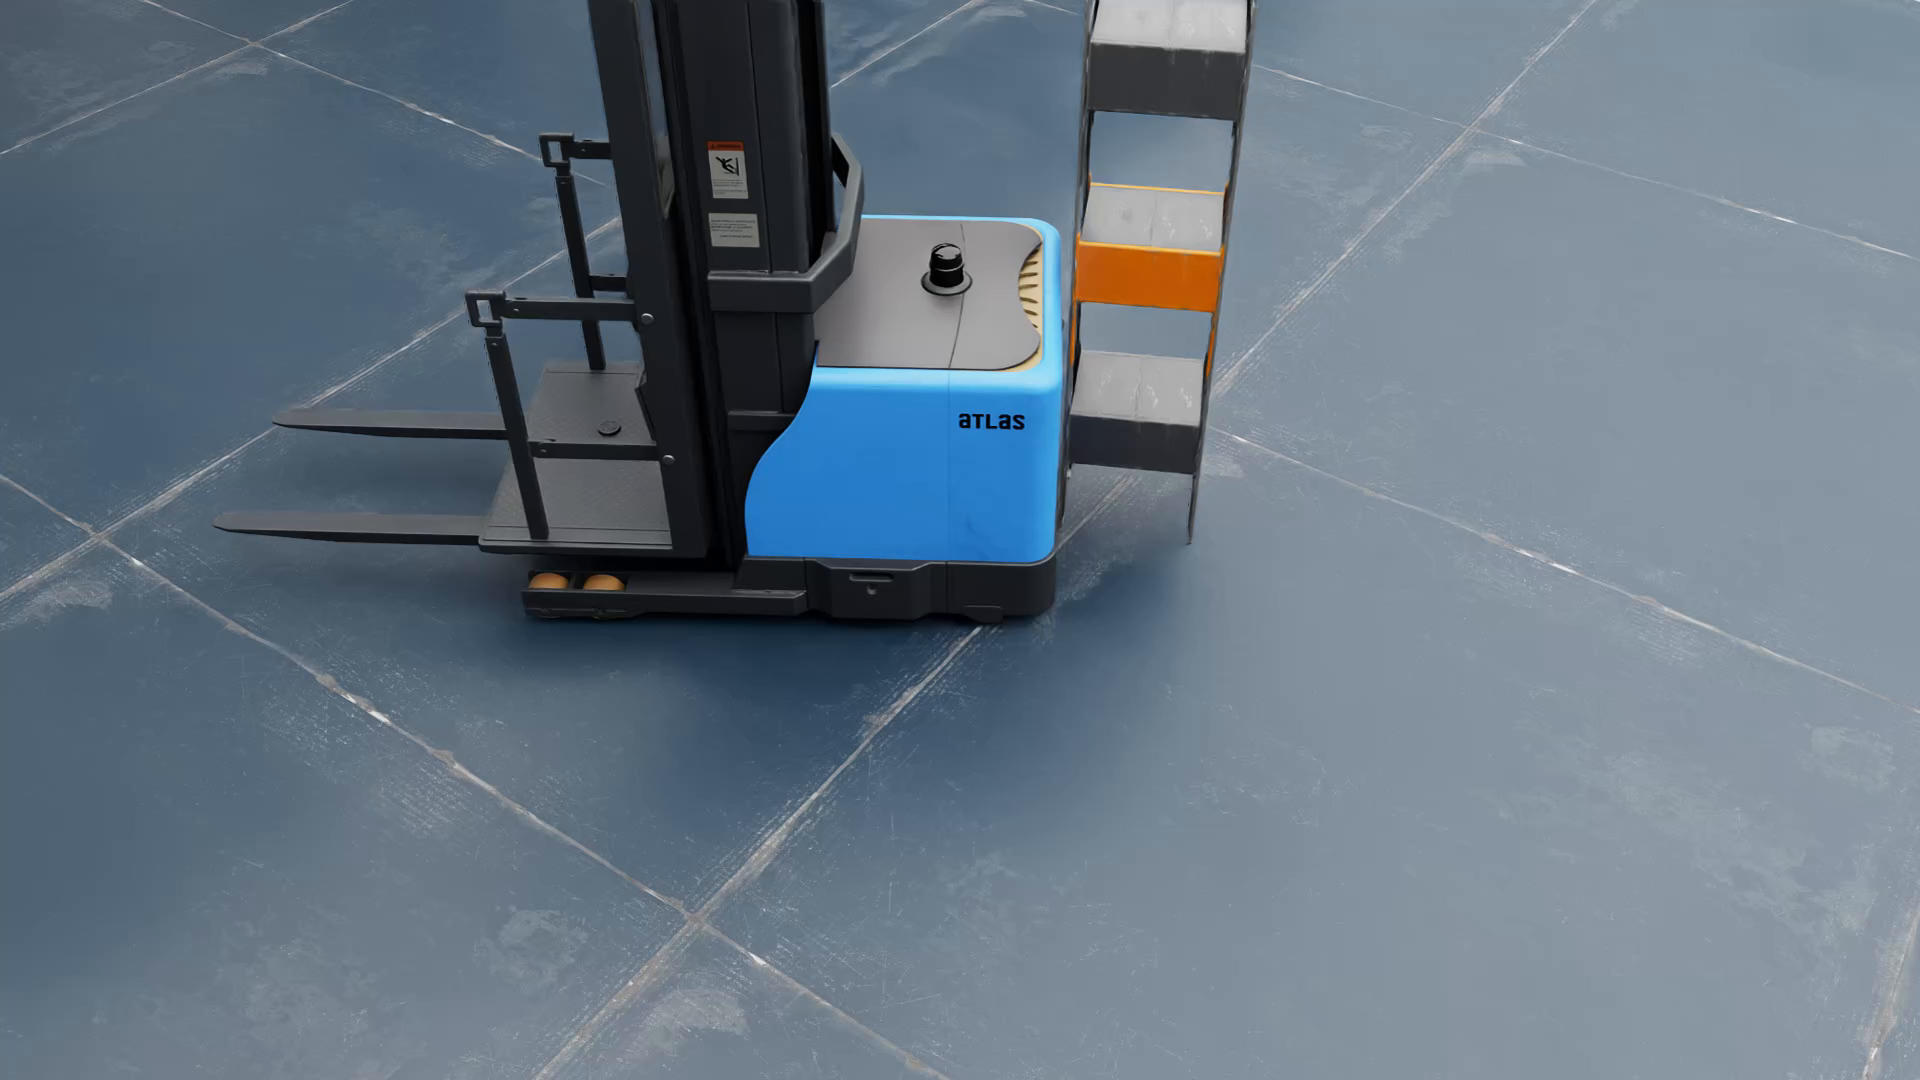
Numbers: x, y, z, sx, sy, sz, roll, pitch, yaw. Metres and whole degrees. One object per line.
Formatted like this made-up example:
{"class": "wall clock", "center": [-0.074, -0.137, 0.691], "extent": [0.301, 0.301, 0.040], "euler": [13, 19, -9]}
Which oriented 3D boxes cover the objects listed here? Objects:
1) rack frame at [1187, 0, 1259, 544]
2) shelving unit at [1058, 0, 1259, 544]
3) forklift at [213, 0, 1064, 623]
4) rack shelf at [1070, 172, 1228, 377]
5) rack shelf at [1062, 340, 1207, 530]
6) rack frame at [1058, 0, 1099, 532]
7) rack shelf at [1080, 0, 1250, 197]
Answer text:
{"class": "rack frame", "center": [0.889, -0.898, 5.679], "extent": [0.015, 2.100, 0.400], "euler": [6, 42, 6]}
{"class": "shelving unit", "center": [0.648, -0.923, 5.706], "extent": [0.503, 2.100, 0.431], "euler": [6, 42, 6]}
{"class": "forklift", "center": [-1.160, -1.159, 5.347], "extent": [3.031, 2.935, 1.130], "euler": [2, 42, 2]}
{"class": "rack shelf", "center": [0.648, -0.912, 5.716], "extent": [0.480, 0.518, 0.431], "euler": [6, 42, 6]}
{"class": "rack shelf", "center": [0.648, -0.391, 6.182], "extent": [0.480, 0.518, 0.431], "euler": [6, 42, 6]}
{"class": "rack frame", "center": [0.407, -0.947, 5.734], "extent": [0.015, 2.100, 0.400], "euler": [6, 42, 6]}
{"class": "rack shelf", "center": [0.648, -1.434, 5.249], "extent": [0.480, 0.518, 0.431], "euler": [6, 42, 6]}
